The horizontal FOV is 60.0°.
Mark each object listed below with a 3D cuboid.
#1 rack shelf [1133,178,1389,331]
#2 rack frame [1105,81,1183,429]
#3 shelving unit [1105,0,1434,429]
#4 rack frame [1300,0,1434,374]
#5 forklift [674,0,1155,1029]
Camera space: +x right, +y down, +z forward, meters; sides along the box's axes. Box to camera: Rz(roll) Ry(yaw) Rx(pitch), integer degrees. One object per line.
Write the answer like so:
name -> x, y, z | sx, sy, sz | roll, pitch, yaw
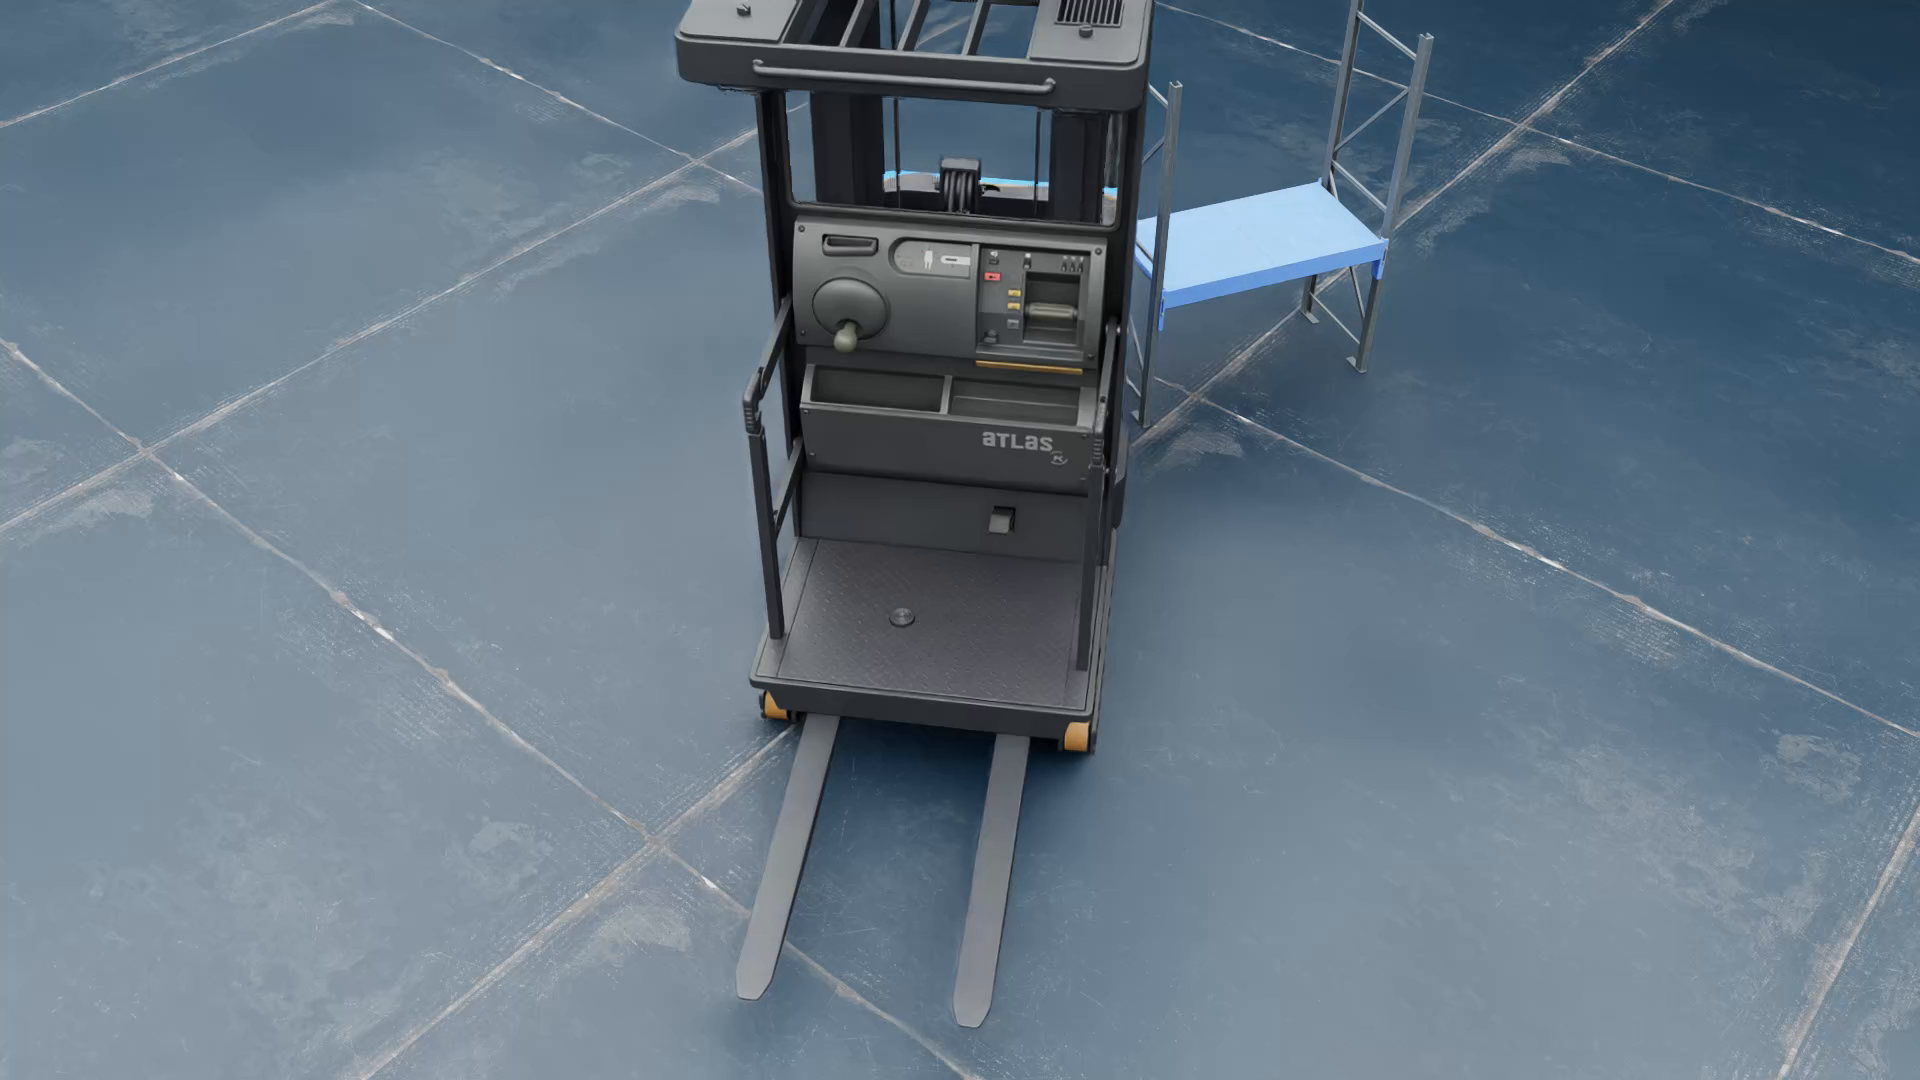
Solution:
rack shelf -> 1.138, -1.158, 6.676 | 1.000, 0.185, 0.538 | -15, 44, -16
rack frame -> 0.665, -1.166, 6.418 | 0.032, 1.500, 0.500 | -15, 44, -16
shelving unit -> 1.138, -1.291, 6.555 | 1.048, 1.500, 0.538 | -15, 44, -16
rack frame -> 1.611, -1.416, 6.693 | 0.032, 1.500, 0.500 | -15, 44, -16
forklift -> -0.065, -0.646, 4.781 | 1.130, 2.935, 3.031 | 5, 43, 6
